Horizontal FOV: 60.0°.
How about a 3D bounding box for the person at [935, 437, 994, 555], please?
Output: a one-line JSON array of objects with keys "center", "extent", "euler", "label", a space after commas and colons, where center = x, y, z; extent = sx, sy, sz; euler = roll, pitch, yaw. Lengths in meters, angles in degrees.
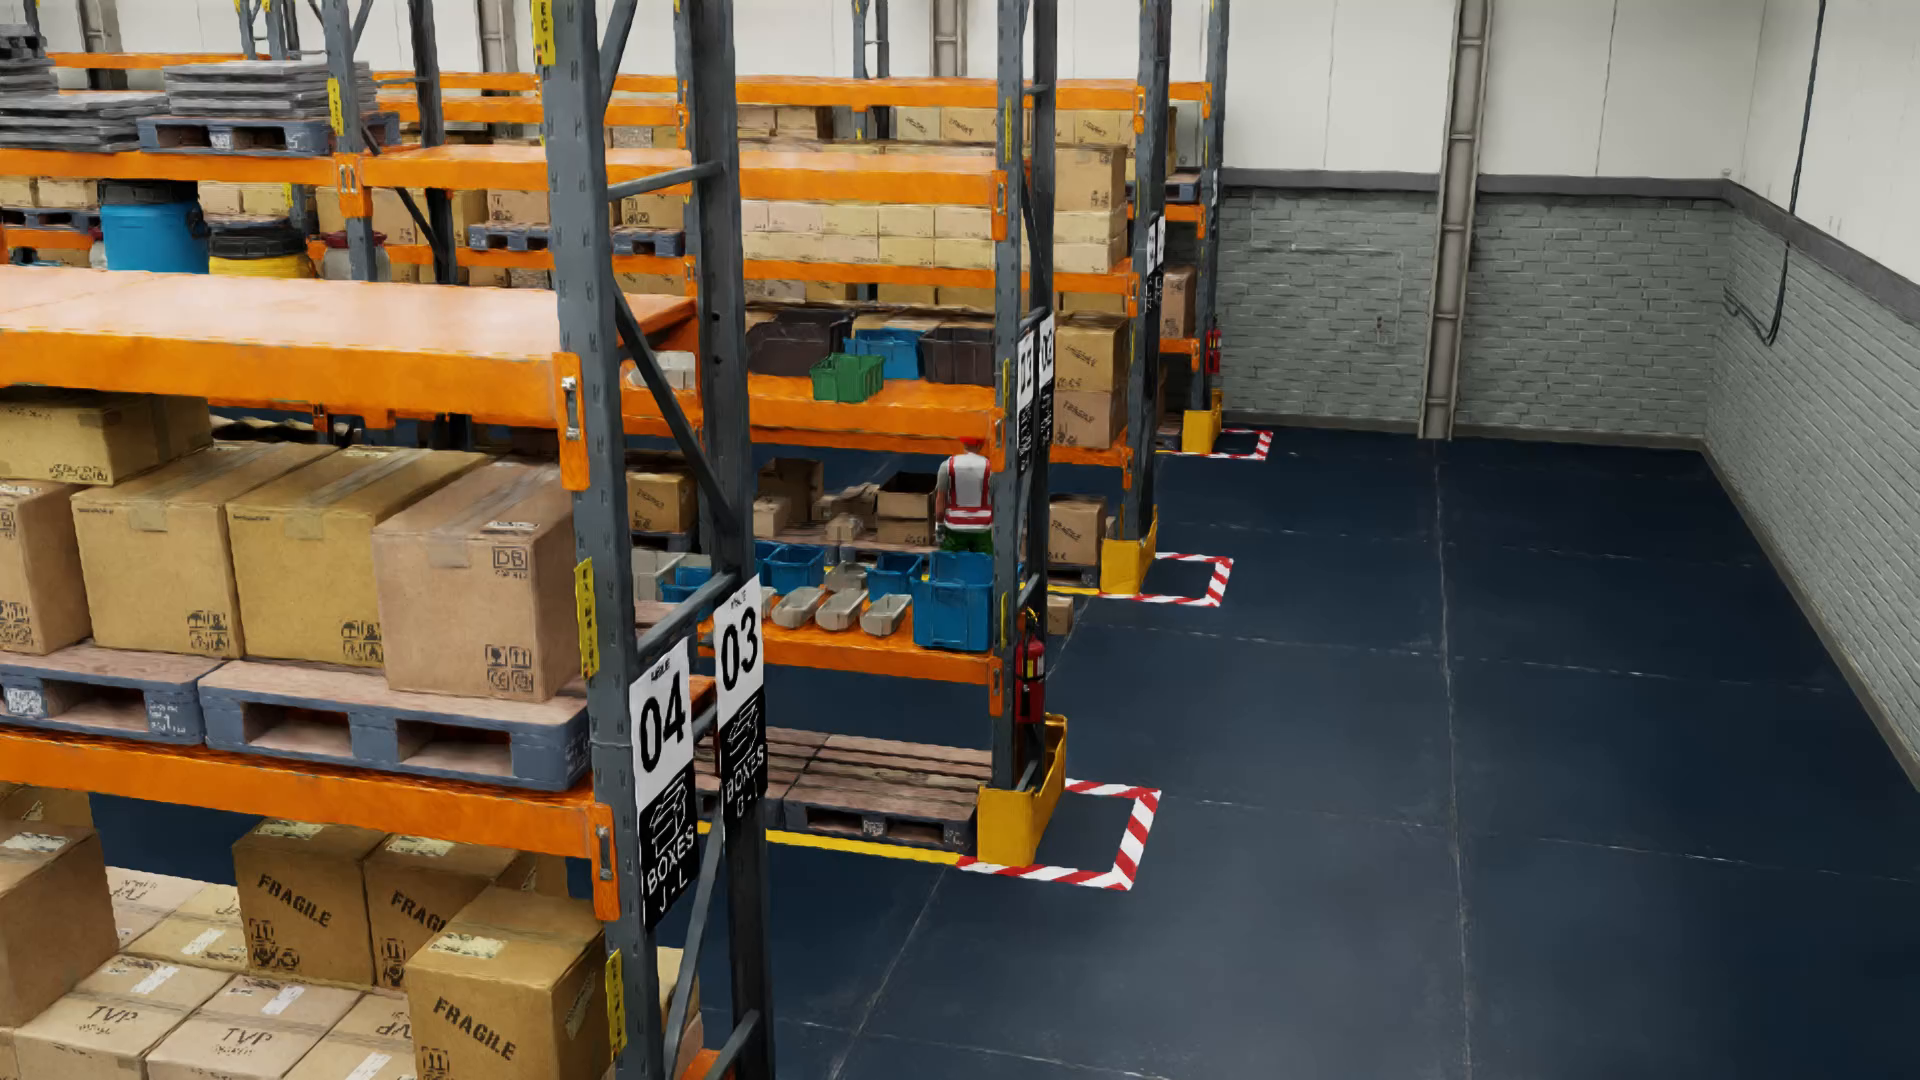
[{"center": [0.073, -0.075, 13.457], "extent": [0.559, 1.830, 0.442], "euler": [0, 18, 1], "label": "person"}]
